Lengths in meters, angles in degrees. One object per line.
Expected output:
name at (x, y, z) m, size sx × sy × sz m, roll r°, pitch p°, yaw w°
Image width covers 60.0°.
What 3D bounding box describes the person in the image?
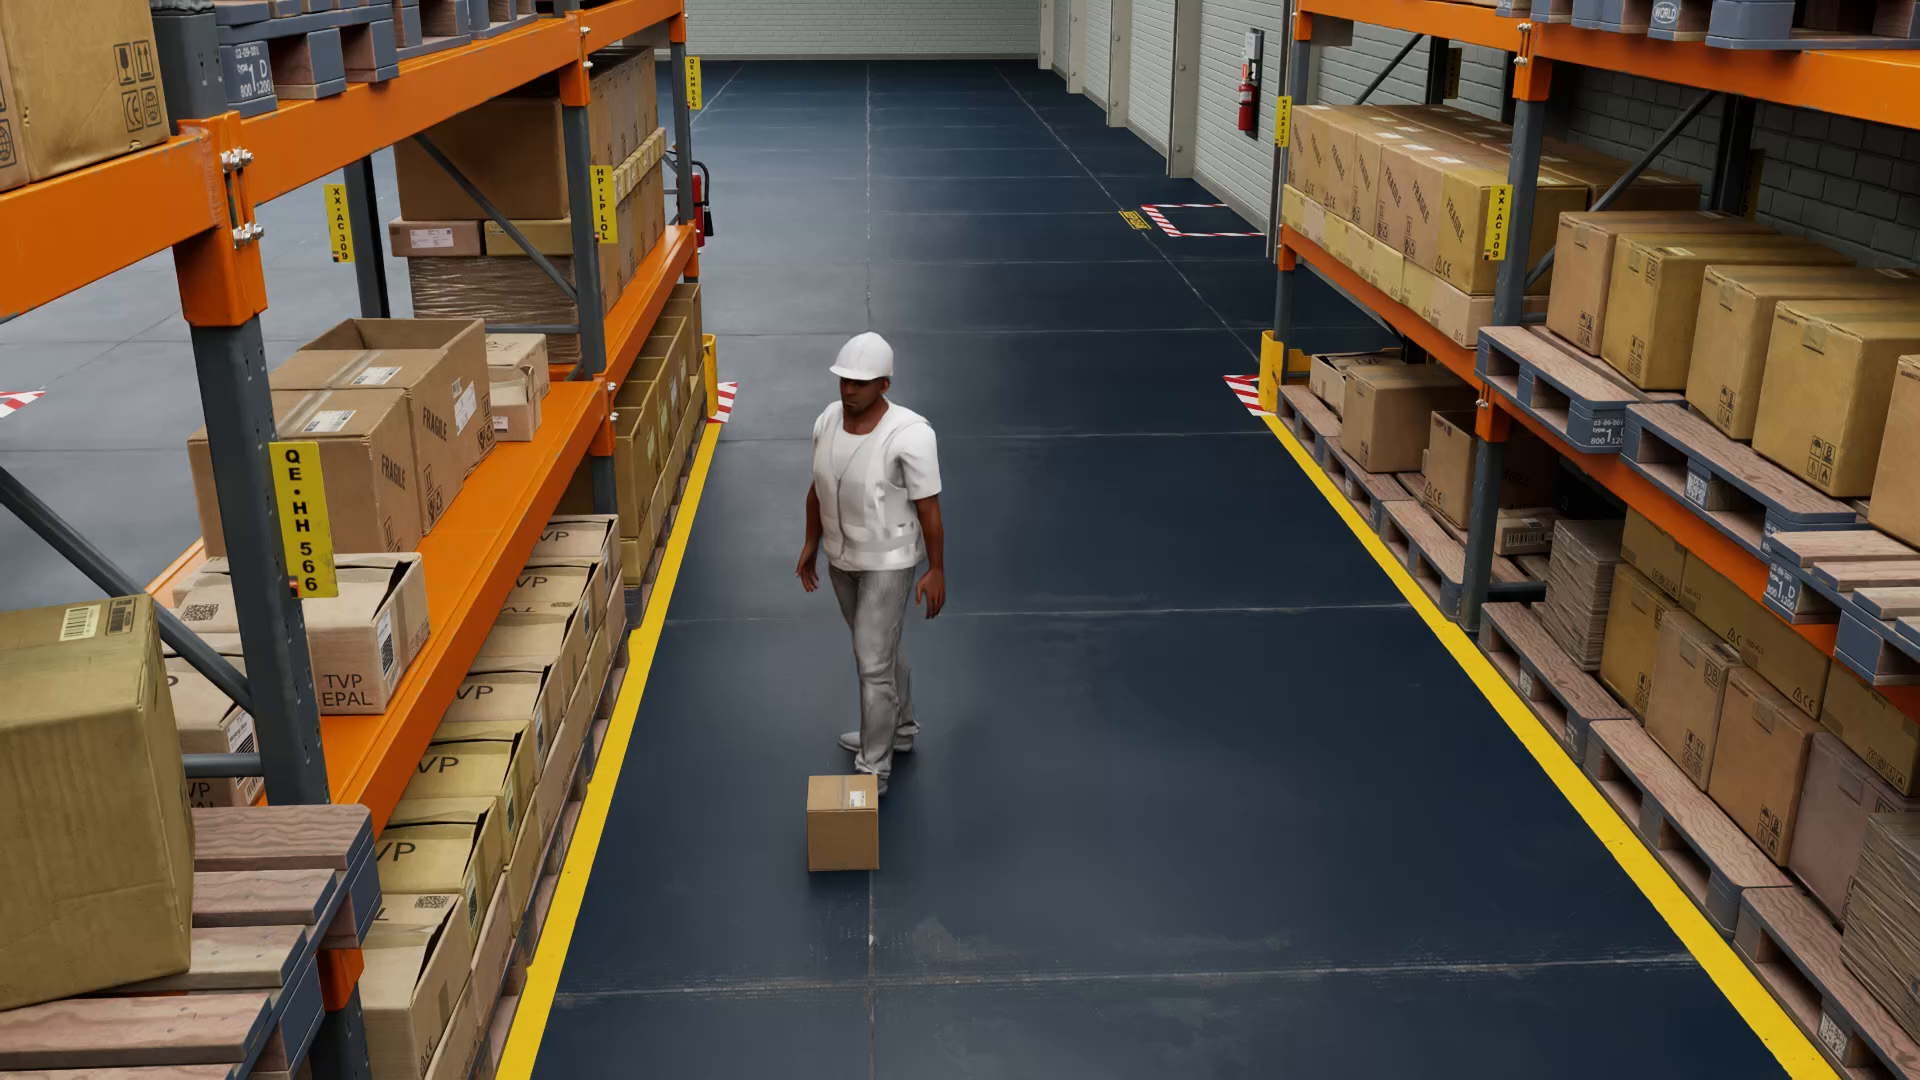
person at (-0.400, 0.092, 6.274) m, size 0.626 × 1.754 × 0.601 m, roll -19°, pitch 27°, yaw -41°
